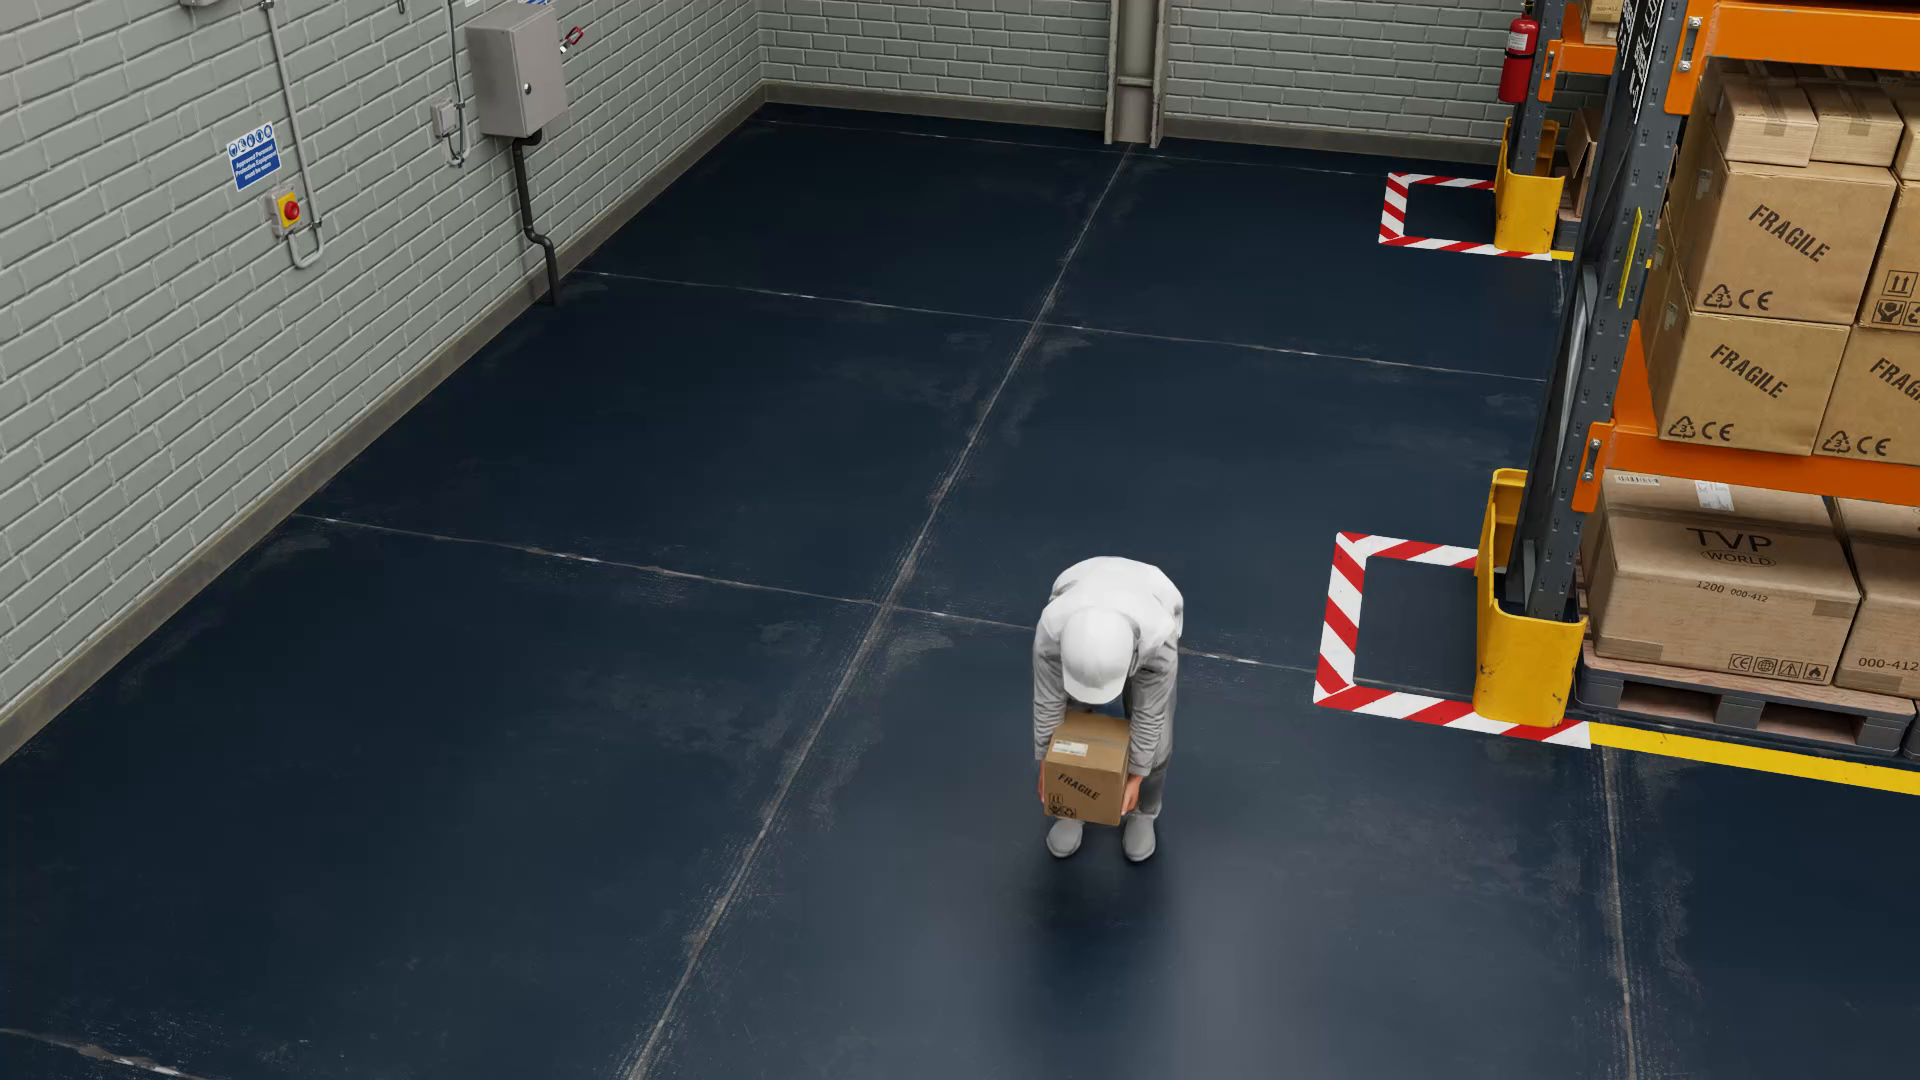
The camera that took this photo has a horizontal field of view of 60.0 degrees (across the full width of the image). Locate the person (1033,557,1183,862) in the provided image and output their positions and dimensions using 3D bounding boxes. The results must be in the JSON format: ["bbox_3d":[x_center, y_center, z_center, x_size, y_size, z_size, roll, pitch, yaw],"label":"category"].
[{"bbox_3d":[0.485,0.601,5.569,0.465,1.351,0.936,7,33,11],"label":"person"}]
